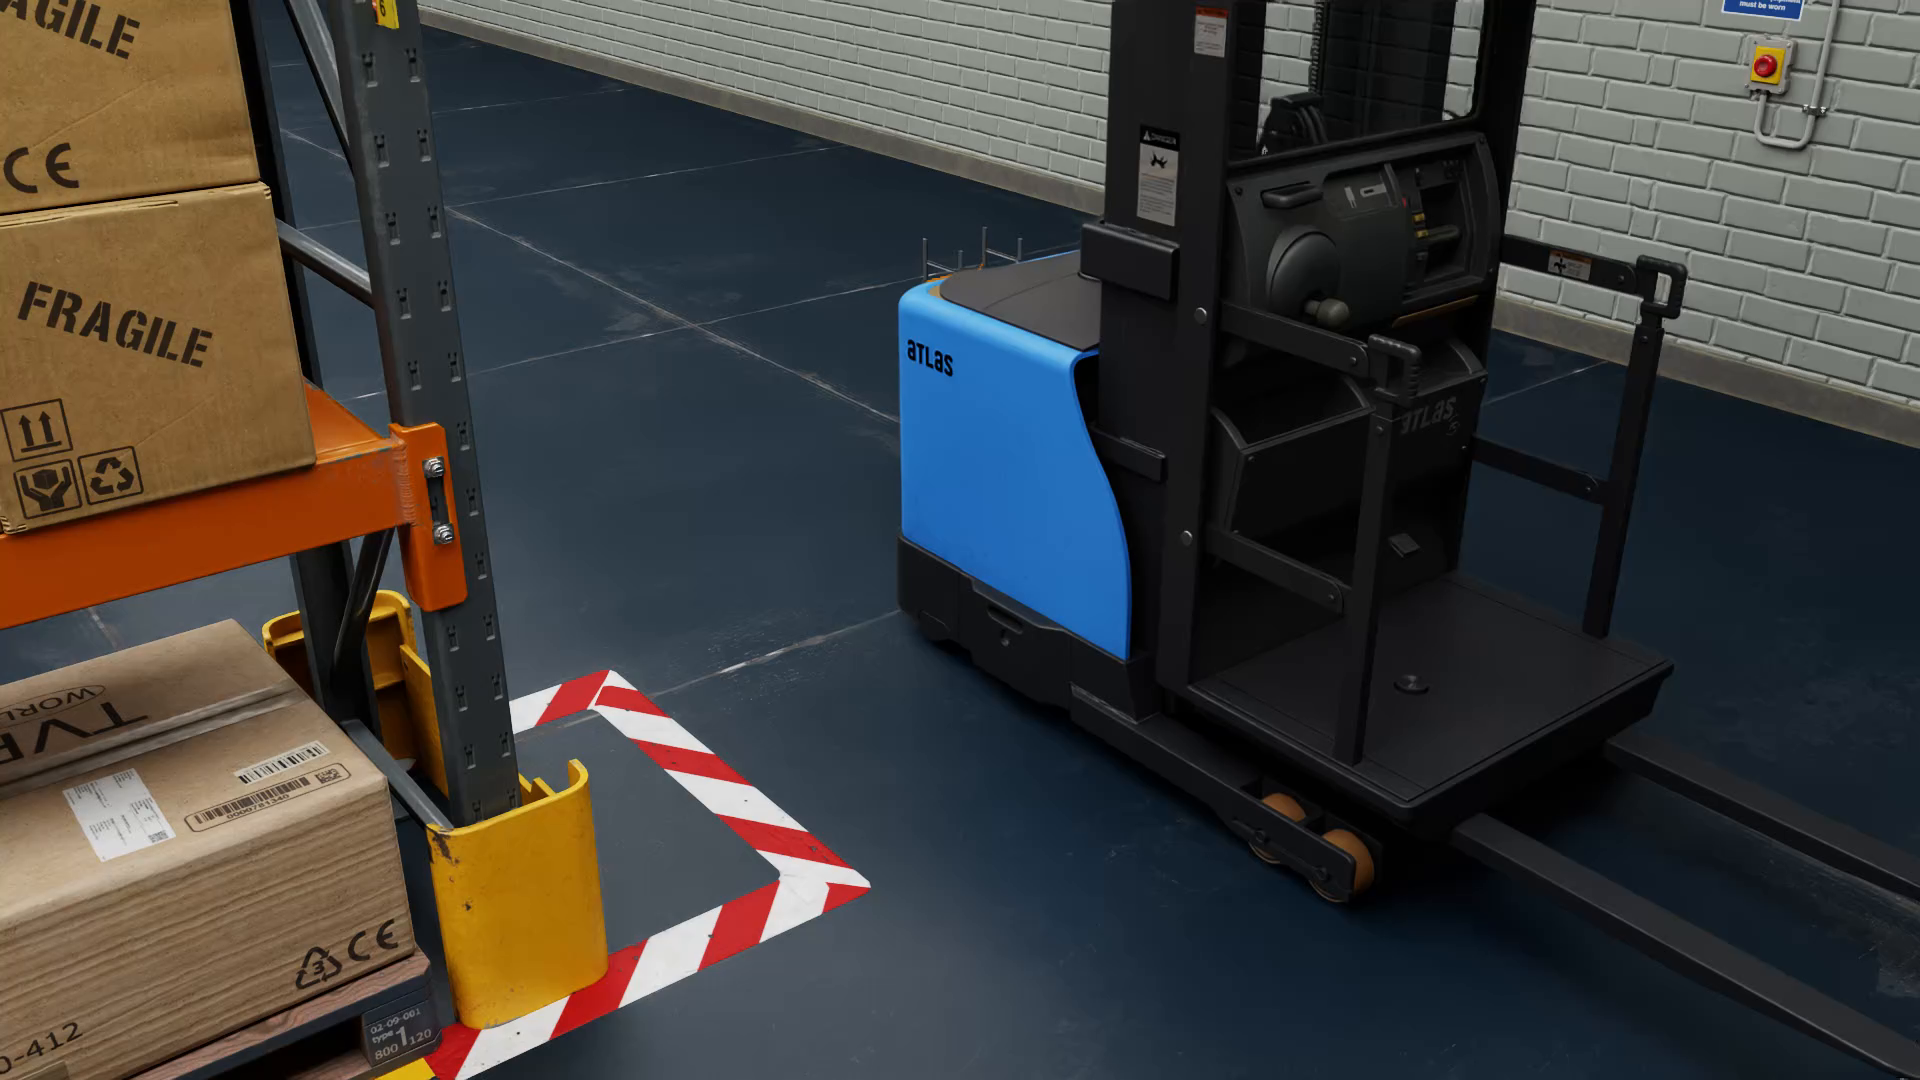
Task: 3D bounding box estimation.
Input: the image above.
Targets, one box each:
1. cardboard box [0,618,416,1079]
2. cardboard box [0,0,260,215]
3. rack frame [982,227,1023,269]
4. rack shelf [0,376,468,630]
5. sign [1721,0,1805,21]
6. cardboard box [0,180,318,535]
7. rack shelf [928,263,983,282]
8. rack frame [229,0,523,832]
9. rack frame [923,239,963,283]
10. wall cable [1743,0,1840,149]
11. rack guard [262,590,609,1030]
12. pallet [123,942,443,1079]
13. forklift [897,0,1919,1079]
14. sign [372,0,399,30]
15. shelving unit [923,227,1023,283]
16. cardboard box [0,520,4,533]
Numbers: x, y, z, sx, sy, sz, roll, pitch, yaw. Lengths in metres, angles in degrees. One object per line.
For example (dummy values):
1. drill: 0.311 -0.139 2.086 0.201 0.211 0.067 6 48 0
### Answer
1. cardboard box: -1.727 0.631 3.372 0.875 0.438 0.875 -19 31 -36
2. cardboard box: -1.502 -0.840 2.690 0.500 0.500 0.500 -17 30 -32
3. rack frame: 0.138 -0.522 5.627 0.008 1.050 0.200 -18 31 -34
4. rack shelf: -2.843 0.301 2.394 4.000 0.370 1.077 -18 31 -34
5. sign: 3.172 -2.172 6.546 0.001 0.218 0.327 -18 31 -34
6. cardboard box: -1.486 -0.378 2.882 0.500 0.500 0.500 -18 30 -34
7. rack shelf: 0.042 -0.738 5.444 0.240 0.259 0.215 -18 31 -34
8. rack frame: -1.269 -0.545 3.362 0.127 3.000 1.000 -18 31 -34
9. rack frame: -0.054 -0.458 5.491 0.008 1.050 0.200 -18 31 -34
10. wall cable: 3.153 -2.493 6.314 0.123 1.953 0.585 -18 31 -34
11. rack guard: -1.250 0.582 3.901 0.348 0.500 1.175 -18 31 -34
12. pallet: -1.850 0.953 3.445 1.213 0.211 1.003 -18 31 -34
13. forklift: 1.111 -0.715 3.808 1.130 2.935 3.031 -18 31 -34
14. sign: -0.945 -0.995 2.673 0.005 0.325 0.100 -18 31 -34
15. shelving unit: 0.042 -0.490 5.559 0.252 1.050 0.215 -18 31 -34
16. cardboard box: -1.890 -0.252 2.612 0.500 0.500 0.500 -19 31 -35
